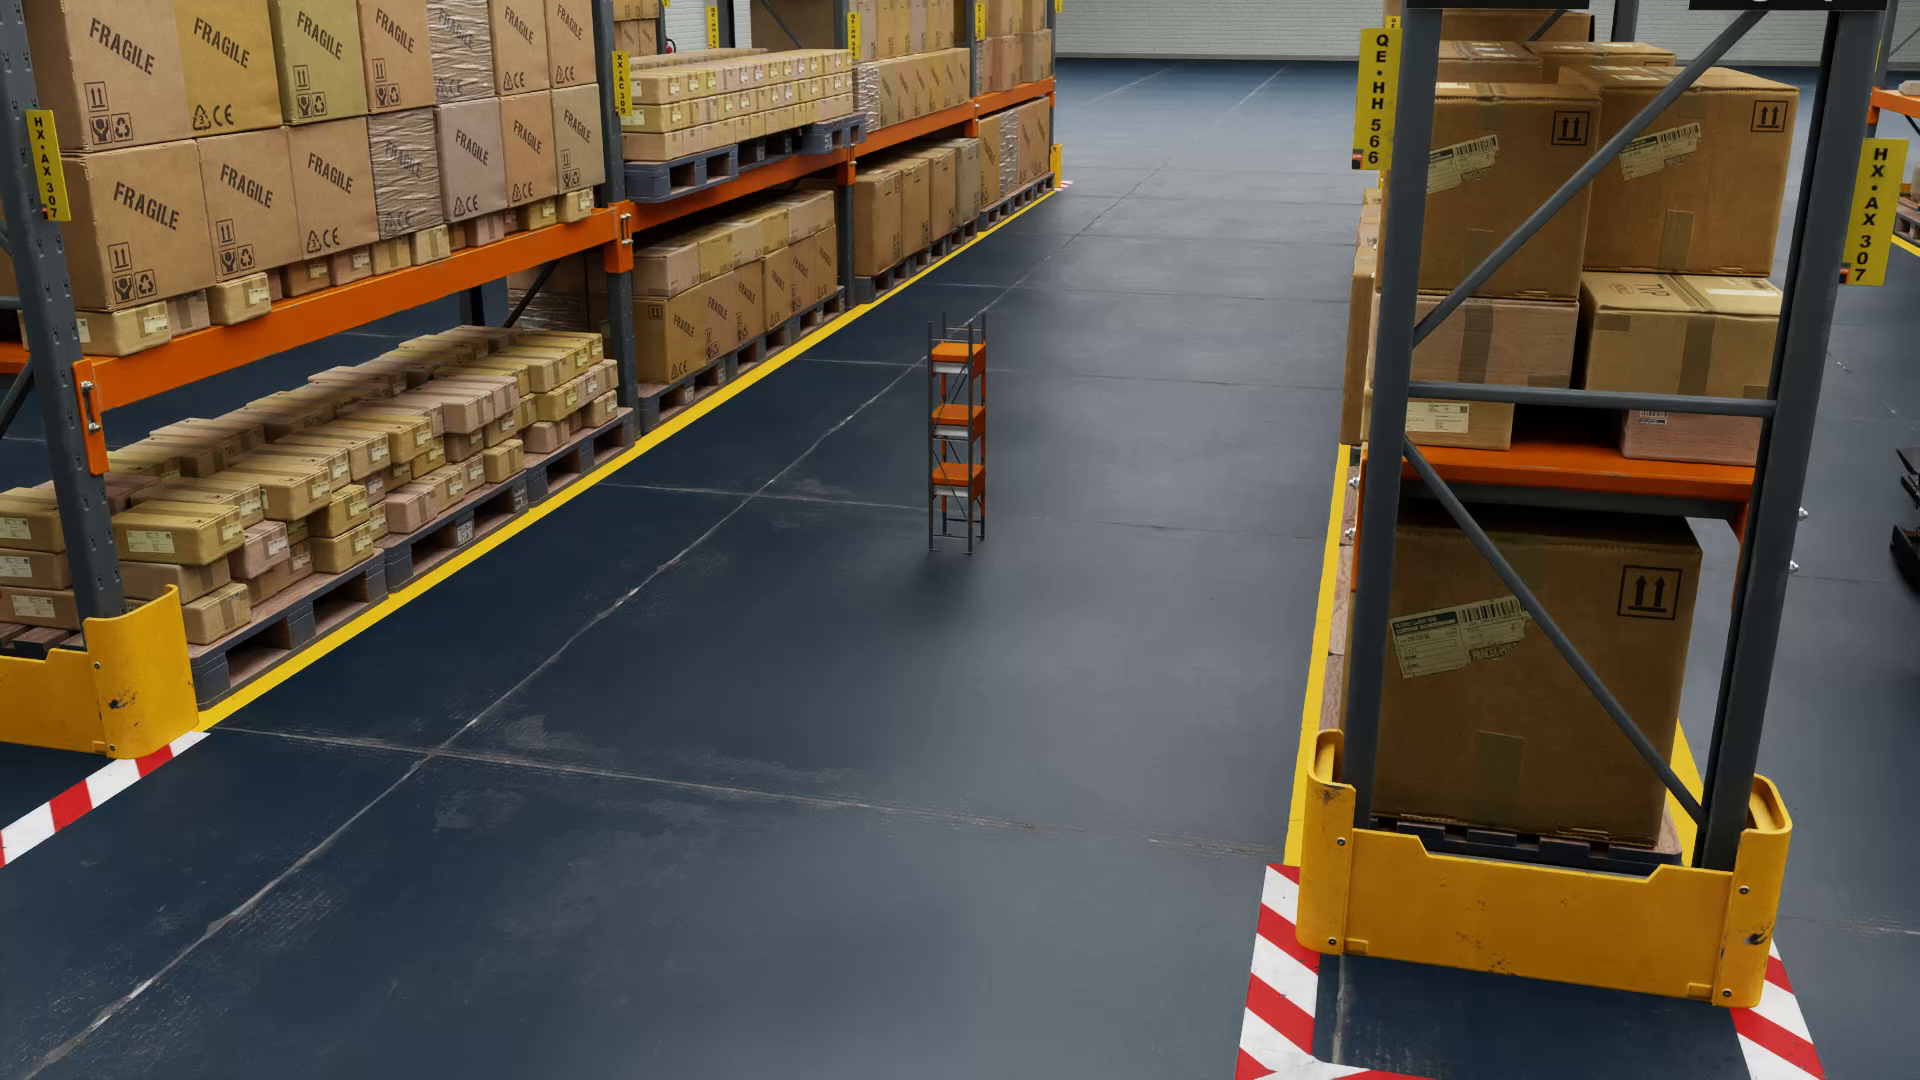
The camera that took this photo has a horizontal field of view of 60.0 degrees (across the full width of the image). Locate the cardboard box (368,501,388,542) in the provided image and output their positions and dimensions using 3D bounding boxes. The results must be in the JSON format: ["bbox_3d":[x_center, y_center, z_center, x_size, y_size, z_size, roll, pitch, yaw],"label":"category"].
[{"bbox_3d":[-2.656,-0.073,7.020,0.380,0.149,0.250,5,19,14],"label":"cardboard box"}]

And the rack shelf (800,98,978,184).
[{"bbox_3d":[-0.828,-3.552,14.559,1.077,0.370,4.000,5,19,13],"label":"rack shelf"}]

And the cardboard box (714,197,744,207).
[{"bbox_3d":[-1.844,-2.280,11.781,0.500,0.250,0.500,4,19,13],"label":"cardboard box"}]

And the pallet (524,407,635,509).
[{"bbox_3d":[-2.424,-0.479,8.763,1.003,0.211,1.213,5,19,13],"label":"pallet"}]

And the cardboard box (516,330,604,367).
[{"bbox_3d":[-2.129,-1.011,8.847,0.380,0.149,0.250,5,20,15],"label":"cardboard box"}]

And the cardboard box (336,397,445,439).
[{"bbox_3d":[-2.543,-0.527,7.431,0.380,0.149,0.250,5,19,14],"label":"cardboard box"}]

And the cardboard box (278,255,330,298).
[{"bbox_3d":[-2.714,-1.053,6.519,0.380,0.149,0.250,4,19,13],"label":"cardboard box"}]

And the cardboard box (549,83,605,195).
[{"bbox_3d":[-2.139,-2.026,8.364,0.500,0.500,0.500,5,19,13],"label":"cardboard box"}]

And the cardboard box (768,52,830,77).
[{"bbox_3d":[-1.120,-3.277,11.458,0.380,0.149,0.250,5,20,15],"label":"cardboard box"}]

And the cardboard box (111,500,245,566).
[{"bbox_3d":[-2.814,-0.027,5.966,0.380,0.149,0.250,4,19,11],"label":"cardboard box"}]

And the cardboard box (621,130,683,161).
[{"bbox_3d":[-1.752,-2.179,9.165,0.380,0.149,0.250,4,19,11],"label":"cardboard box"}]

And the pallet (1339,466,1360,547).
[{"bbox_3d":[2.229,-0.037,7.469,1.003,0.211,1.213,5,19,13],"label":"pallet"}]

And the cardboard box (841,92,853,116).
[{"bbox_3d":[-0.992,-3.155,12.022,0.380,0.149,0.250,5,19,14],"label":"cardboard box"}]

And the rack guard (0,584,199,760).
[{"bbox_3d":[-3.253,0.401,5.740,1.175,0.500,0.348,5,19,13],"label":"rack guard"}]

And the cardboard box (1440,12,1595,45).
[{"bbox_3d":[2.639,-2.311,8.107,0.797,0.503,0.637,4,19,12],"label":"cardboard box"}]

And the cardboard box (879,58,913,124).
[{"bbox_3d":[-0.700,-3.750,13.871,0.500,0.500,0.500,5,19,13],"label":"cardboard box"}]

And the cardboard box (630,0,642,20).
[{"bbox_3d":[-4.231,-6.458,19.793,0.700,0.500,0.500,5,19,14],"label":"cardboard box"}]

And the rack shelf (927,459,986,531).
[{"bbox_3d":[-0.013,-0.207,7.562,0.215,0.259,0.240,5,19,13],"label":"rack shelf"}]

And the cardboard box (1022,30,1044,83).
[{"bbox_3d":[0.478,-5.550,19.064,0.875,0.550,0.550,5,19,13],"label":"cardboard box"}]

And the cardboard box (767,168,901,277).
[{"bbox_3d":[-1.081,-2.584,13.442,1.050,0.750,0.750,4,19,13],"label":"cardboard box"}]

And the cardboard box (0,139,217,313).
[{"bbox_3d":[-2.894,-1.065,5.551,0.500,0.500,0.500,6,20,16],"label":"cardboard box"}]

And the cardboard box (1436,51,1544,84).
[{"bbox_3d":[1.875,-1.566,6.244,0.500,0.500,0.500,4,19,12],"label":"cardboard box"}]

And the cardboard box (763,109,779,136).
[{"bbox_3d":[-1.374,-2.667,10.595,0.380,0.149,0.250,4,19,11],"label":"cardboard box"}]

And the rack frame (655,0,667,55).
[{"bbox_3d":[-4.187,-6.132,21.001,1.000,3.000,0.127,5,19,13],"label":"rack frame"}]

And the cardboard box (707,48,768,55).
[{"bbox_3d":[-1.619,-3.496,12.101,0.380,0.149,0.250,5,19,13],"label":"cardboard box"}]

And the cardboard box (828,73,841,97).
[{"bbox_3d":[-1.060,-3.212,11.728,0.380,0.149,0.250,5,20,15],"label":"cardboard box"}]

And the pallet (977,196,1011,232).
[{"bbox_3d":[-0.078,-3.432,17.409,1.003,0.211,1.213,5,19,13],"label":"pallet"}]

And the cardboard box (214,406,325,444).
[{"bbox_3d":[-3.023,-0.479,7.291,0.380,0.149,0.250,4,19,12],"label":"cardboard box"}]

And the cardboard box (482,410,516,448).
[{"bbox_3d":[-2.365,-0.555,7.973,0.380,0.149,0.250,5,20,15],"label":"cardboard box"}]

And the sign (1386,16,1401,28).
[{"bbox_3d":[2.939,-3.393,11.311,0.100,0.325,0.005,5,19,13],"label":"sign"}]

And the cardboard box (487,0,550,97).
[{"bbox_3d":[-2.268,-2.342,7.742,0.500,0.500,0.500,4,19,12],"label":"cardboard box"}]

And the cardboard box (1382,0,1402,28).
[{"bbox_3d":[4.115,-4.341,14.177,1.000,1.000,1.000,5,19,14],"label":"cardboard box"}]

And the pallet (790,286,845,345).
[{"bbox_3d":[-1.509,-1.701,12.342,1.003,0.211,1.213,5,19,13],"label":"pallet"}]

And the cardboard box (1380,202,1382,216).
[{"bbox_3d":[1.746,-1.060,5.921,0.500,0.250,0.500,5,19,13],"label":"cardboard box"}]

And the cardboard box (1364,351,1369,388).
[{"bbox_3d":[1.343,-0.435,4.710,0.380,0.149,0.250,5,19,14],"label":"cardboard box"}]

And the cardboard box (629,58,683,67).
[{"bbox_3d":[-2.002,-3.008,10.671,0.380,0.149,0.250,4,19,13],"label":"cardboard box"}]

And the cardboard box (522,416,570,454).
[{"bbox_3d":[-2.206,-0.549,8.415,0.380,0.149,0.250,4,19,12],"label":"cardboard box"}]

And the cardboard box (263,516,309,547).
[{"bbox_3d":[-2.799,-0.058,6.516,0.380,0.149,0.250,5,19,14],"label":"cardboard box"}]

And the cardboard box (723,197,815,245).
[{"bbox_3d":[-1.343,-2.242,11.669,0.500,0.250,0.500,5,19,14],"label":"cardboard box"}]

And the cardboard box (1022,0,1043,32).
[{"bbox_3d":[0.464,-6.062,18.893,0.875,0.550,0.550,5,19,13],"label":"cardboard box"}]

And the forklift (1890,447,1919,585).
[{"bbox_3d":[4.590,-1.146,6.508,1.130,2.935,3.031,6,20,17],"label":"forklift"}]

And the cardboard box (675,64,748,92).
[{"bbox_3d":[-1.499,-2.787,10.024,0.380,0.149,0.250,4,19,13],"label":"cardboard box"}]

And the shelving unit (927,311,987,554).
[{"bbox_3d":[-0.013,-0.480,7.469,0.215,1.050,0.252,5,19,13],"label":"shelving unit"}]

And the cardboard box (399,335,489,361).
[{"bbox_3d":[-2.704,-0.970,8.727,0.380,0.149,0.250,6,20,16],"label":"cardboard box"}]

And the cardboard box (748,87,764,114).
[{"bbox_3d":[-1.436,-2.731,10.322,0.380,0.149,0.250,4,19,12],"label":"cardboard box"}]

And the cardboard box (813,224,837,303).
[{"bbox_3d":[-1.224,-2.055,12.280,0.500,0.500,0.500,5,19,13],"label":"cardboard box"}]

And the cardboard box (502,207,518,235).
[{"bbox_3d":[-2.347,-1.541,7.948,0.380,0.149,0.250,4,19,12],"label":"cardboard box"}]

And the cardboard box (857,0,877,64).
[{"bbox_3d":[-1.075,-4.085,13.304,0.700,0.500,0.500,4,19,13],"label":"cardboard box"}]

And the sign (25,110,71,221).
[{"bbox_3d":[-2.745,-1.125,5.001,0.100,0.325,0.005,5,19,13],"label":"sign"}]

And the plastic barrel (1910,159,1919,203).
[{"bbox_3d":[10.139,-3.768,17.277,0.421,0.512,0.421,0,19,0],"label":"plastic barrel"}]

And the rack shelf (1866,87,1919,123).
[{"bbox_3d":[9.737,-3.991,15.845,1.077,0.370,4.000,5,19,13],"label":"rack shelf"}]
